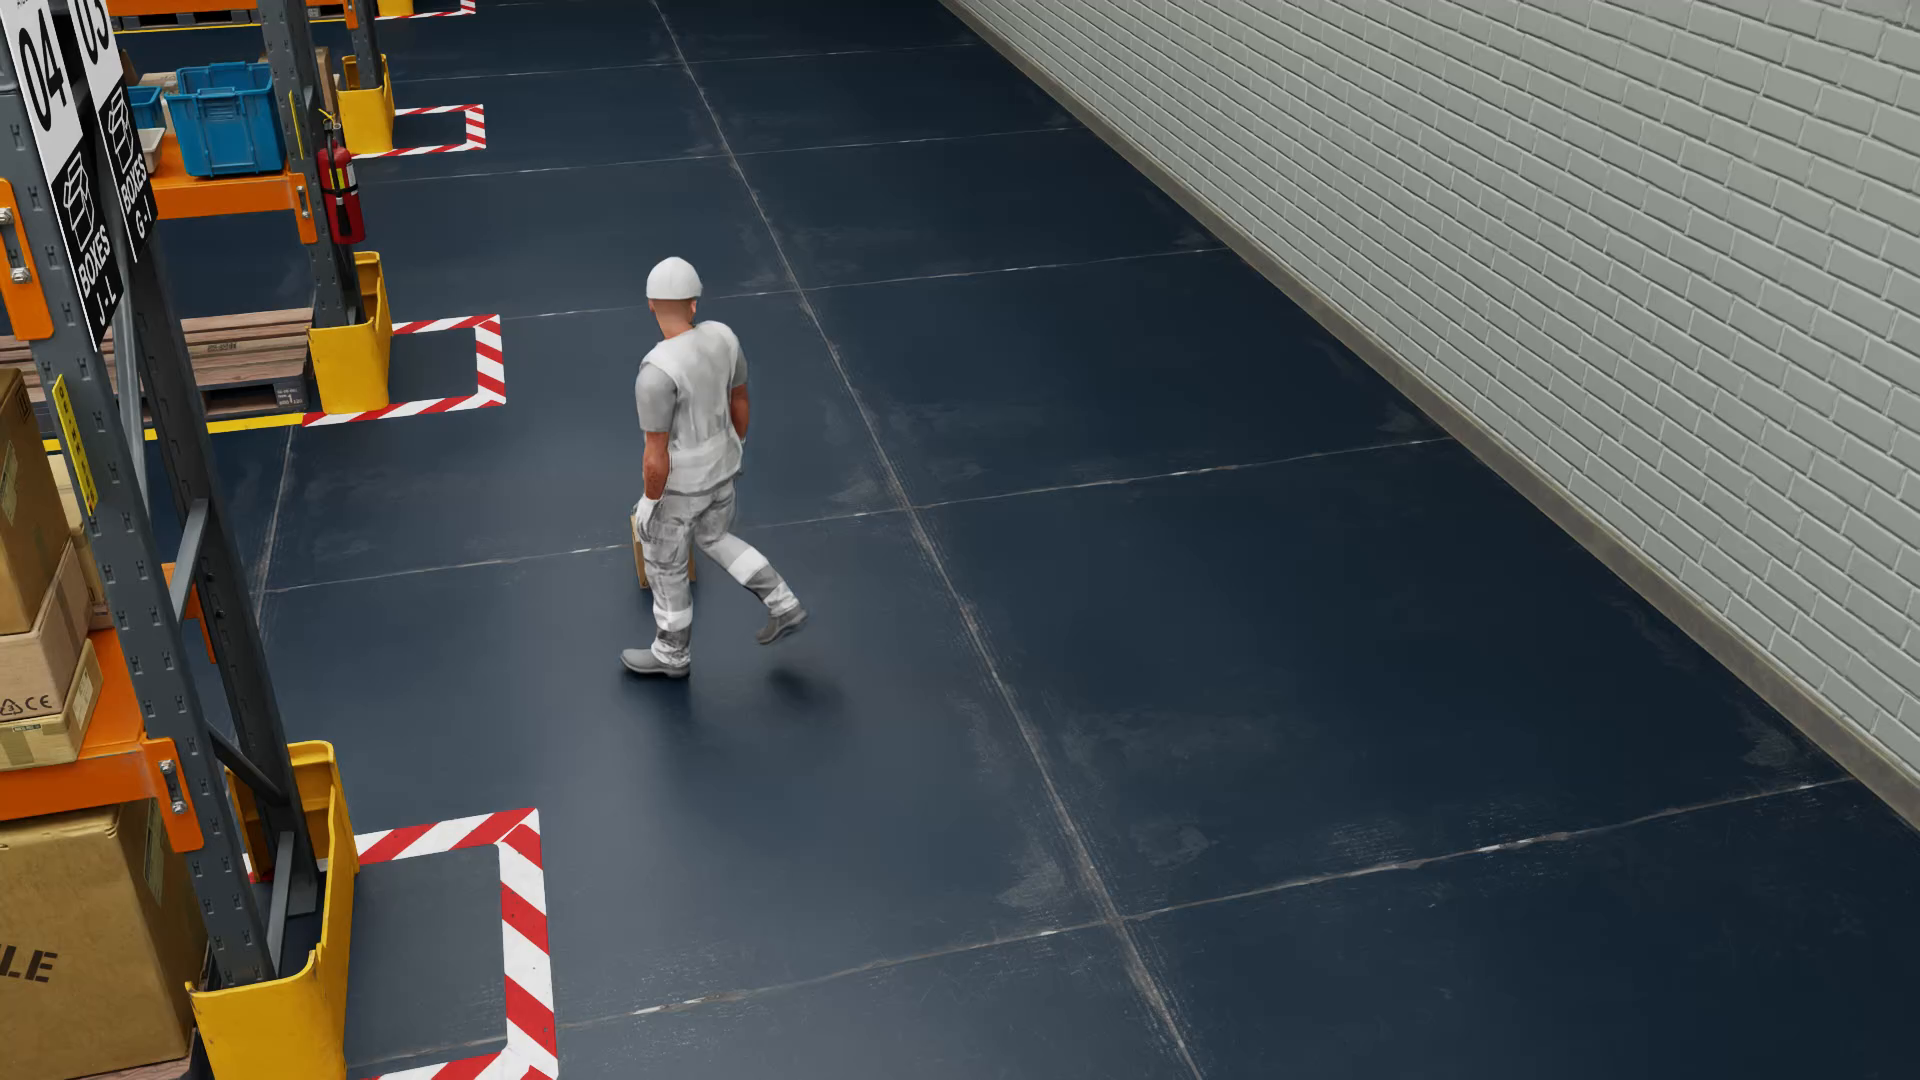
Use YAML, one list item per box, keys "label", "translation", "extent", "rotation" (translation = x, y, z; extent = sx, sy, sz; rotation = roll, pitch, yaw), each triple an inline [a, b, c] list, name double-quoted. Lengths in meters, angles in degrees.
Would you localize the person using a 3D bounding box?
- label: "person"
  translation: [-1.023, -0.240, 6.505]
  extent: [0.709, 1.778, 0.602]
  rotation: [16, 34, 25]
